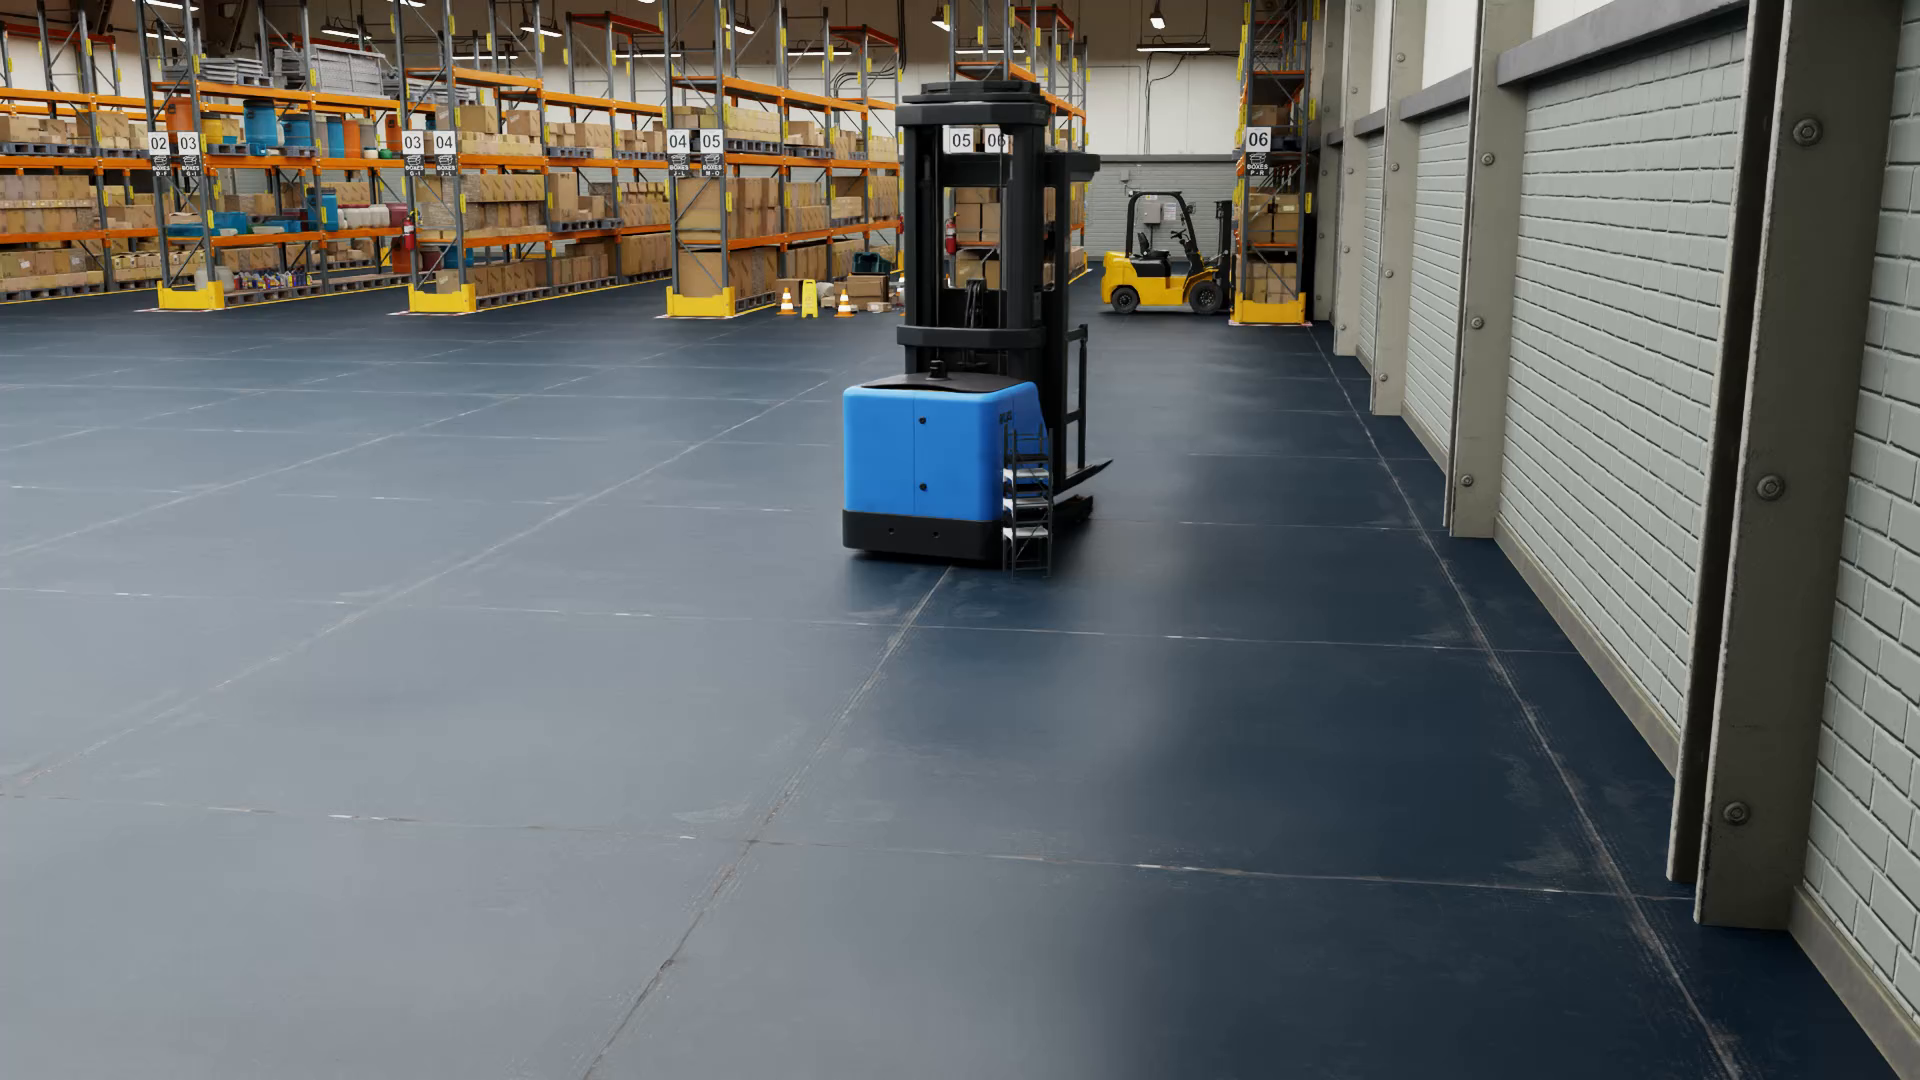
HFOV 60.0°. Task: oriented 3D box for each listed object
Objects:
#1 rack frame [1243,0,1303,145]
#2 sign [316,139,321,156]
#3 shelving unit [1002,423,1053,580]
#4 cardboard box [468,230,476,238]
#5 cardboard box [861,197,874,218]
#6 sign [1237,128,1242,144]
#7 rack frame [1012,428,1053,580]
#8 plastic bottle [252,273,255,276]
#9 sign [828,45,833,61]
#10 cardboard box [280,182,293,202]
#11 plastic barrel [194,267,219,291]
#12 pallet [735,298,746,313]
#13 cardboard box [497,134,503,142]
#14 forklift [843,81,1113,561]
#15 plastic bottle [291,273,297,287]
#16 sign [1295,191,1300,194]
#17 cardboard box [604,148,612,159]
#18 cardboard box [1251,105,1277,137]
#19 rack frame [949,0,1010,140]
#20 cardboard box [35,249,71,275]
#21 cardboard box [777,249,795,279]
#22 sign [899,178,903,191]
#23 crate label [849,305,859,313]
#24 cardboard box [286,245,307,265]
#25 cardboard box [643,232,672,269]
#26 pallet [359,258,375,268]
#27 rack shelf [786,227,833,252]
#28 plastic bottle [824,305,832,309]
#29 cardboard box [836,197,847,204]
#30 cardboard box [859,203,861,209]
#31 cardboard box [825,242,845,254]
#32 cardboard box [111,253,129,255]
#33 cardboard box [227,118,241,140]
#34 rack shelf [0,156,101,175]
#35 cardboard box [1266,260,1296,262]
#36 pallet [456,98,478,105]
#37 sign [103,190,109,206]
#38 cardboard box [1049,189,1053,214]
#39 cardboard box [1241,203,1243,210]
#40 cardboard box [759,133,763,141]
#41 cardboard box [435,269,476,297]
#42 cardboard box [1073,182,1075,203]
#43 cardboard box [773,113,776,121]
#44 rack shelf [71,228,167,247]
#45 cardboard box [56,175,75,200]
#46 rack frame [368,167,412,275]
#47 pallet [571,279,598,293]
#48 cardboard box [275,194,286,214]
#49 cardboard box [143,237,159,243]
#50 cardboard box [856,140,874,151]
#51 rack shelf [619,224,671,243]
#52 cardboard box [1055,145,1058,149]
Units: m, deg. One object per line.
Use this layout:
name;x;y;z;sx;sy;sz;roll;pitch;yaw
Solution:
rack frame;5.845;-8.922;31.034;1.000;3.000;0.127;2;12;9
sign;-13.205;-8.082;34.233;0.100;0.325;0.005;2;12;9
shelving unit;0.404;-0.232;9.935;0.258;0.900;0.210;-3;13;-14
cardboard box;-9.131;-5.618;30.539;0.380;0.149;0.250;2;12;9
cardboard box;-2.412;-8.243;41.181;0.500;0.500;0.500;2;12;8
sign;5.924;-8.559;35.242;0.100;0.325;0.005;2;12;9
rack frame;0.428;-0.211;9.838;0.240;0.900;0.006;-3;13;-14
plastic bottle;-14.376;-5.291;33.830;0.061;0.283;0.133;2;12;11
sign;-2.803;-10.571;36.092;0.100;0.325;0.005;2;12;9
cardboard box;-17.588;-9.109;43.530;0.500;0.500;0.500;2;12;9
plastic barrel;-14.336;-4.927;31.644;0.421;0.512;0.421;0;12;0
pallet;-4.537;-4.262;30.269;1.003;0.211;1.213;2;12;9
cardboard box;-8.943;-7.654;31.678;0.380;0.149;0.250;1;12;7
forklift;0.290;-1.571;11.324;1.130;2.935;3.031;5;13;22
plastic bottle;-13.574;-5.300;33.868;0.061;0.283;0.133;3;12;12
sign;6.393;-6.434;31.484;0.100;0.325;0.005;2;12;9
cardboard box;-8.068;-8.589;36.966;0.500;0.250;0.500;2;12;9
cardboard box;5.057;-7.026;27.885;0.500;0.500;0.500;2;12;11
rack frame;0.324;-8.250;27.913;1.000;3.000;0.127;2;12;9
cardboard box;-18.657;-5.709;34.112;0.500;0.500;0.500;2;12;9
cardboard box;-3.961;-5.527;33.861;1.050;0.750;0.750;2;12;8
sign;-1.576;-9.485;44.388;0.100;0.325;0.005;2;12;9
crate label;-1.974;-4.180;30.063;0.250;0.136;0.298;-5;13;-21
cardboard box;-17.203;-7.339;42.816;0.500;0.500;0.500;2;12;8
cardboard box;-7.701;-7.169;41.184;1.225;0.875;0.875;2;12;9
pallet;-16.928;-7.745;46.433;1.003;0.211;1.213;2;12;9
rack shelf;-3.660;-6.354;35.063;1.077;0.370;4.000;2;12;9
plastic bottle;-2.461;-4.341;30.993;0.133;0.061;0.283;-2;12;-11
cardboard box;-2.847;-7.910;38.766;0.380;0.149;0.250;2;12;8
cardboard box;-2.603;-8.093;40.319;0.380;0.149;0.250;2;12;10
cardboard box;-2.929;-6.713;38.178;0.500;0.250;0.500;2;12;8
cardboard box;-18.709;-6.234;36.997;0.500;0.311;0.500;2;12;8
cardboard box;-17.795;-9.932;40.229;0.500;0.500;0.500;2;12;9
rack shelf;-18.948;-7.491;33.219;1.077;0.370;4.000;2;12;9
cardboard box;5.651;-4.809;29.342;0.500;0.250;0.500;2;12;8
pallet;-12.613;-10.768;40.996;1.003;0.211;1.213;2;12;9
sign;-18.092;-7.237;35.210;0.100;0.325;0.005;2;12;9
cardboard box;1.691;-7.170;35.204;0.500;0.500;0.500;2;12;8
cardboard box;5.332;-6.085;30.332;0.380;0.149;0.250;2;12;8
cardboard box;-3.902;-7.535;31.080;0.380;0.149;0.250;2;12;8
cardboard box;-9.355;-4.751;30.854;0.500;0.500;0.500;4;13;19
cardboard box;2.566;-8.549;40.930;0.500;0.500;0.500;2;12;8
cardboard box;-3.748;-8.137;31.981;0.380;0.149;0.250;2;12;8
rack shelf;-18.333;-6.857;37.399;1.077;0.370;4.000;2;12;9
cardboard box;-18.779;-7.278;34.326;0.700;0.500;0.500;2;12;9
rack frame;-13.131;-7.464;38.507;1.000;3.000;0.127;2;12;9
pallet;-8.549;-5.524;36.126;1.003;0.211;1.213;2;12;9
cardboard box;-17.704;-8.621;42.640;0.700;0.500;0.500;-2;12;-10
cardboard box;-21.856;-8.136;45.021;0.380;0.149;0.250;2;12;11
cardboard box;-2.426;-9.684;40.858;0.500;0.250;0.500;2;12;11
rack shelf;-7.930;-7.368;39.770;1.077;0.370;4.000;2;12;9
cardboard box;2.027;-8.974;37.951;0.380;0.166;0.250;3;13;13
